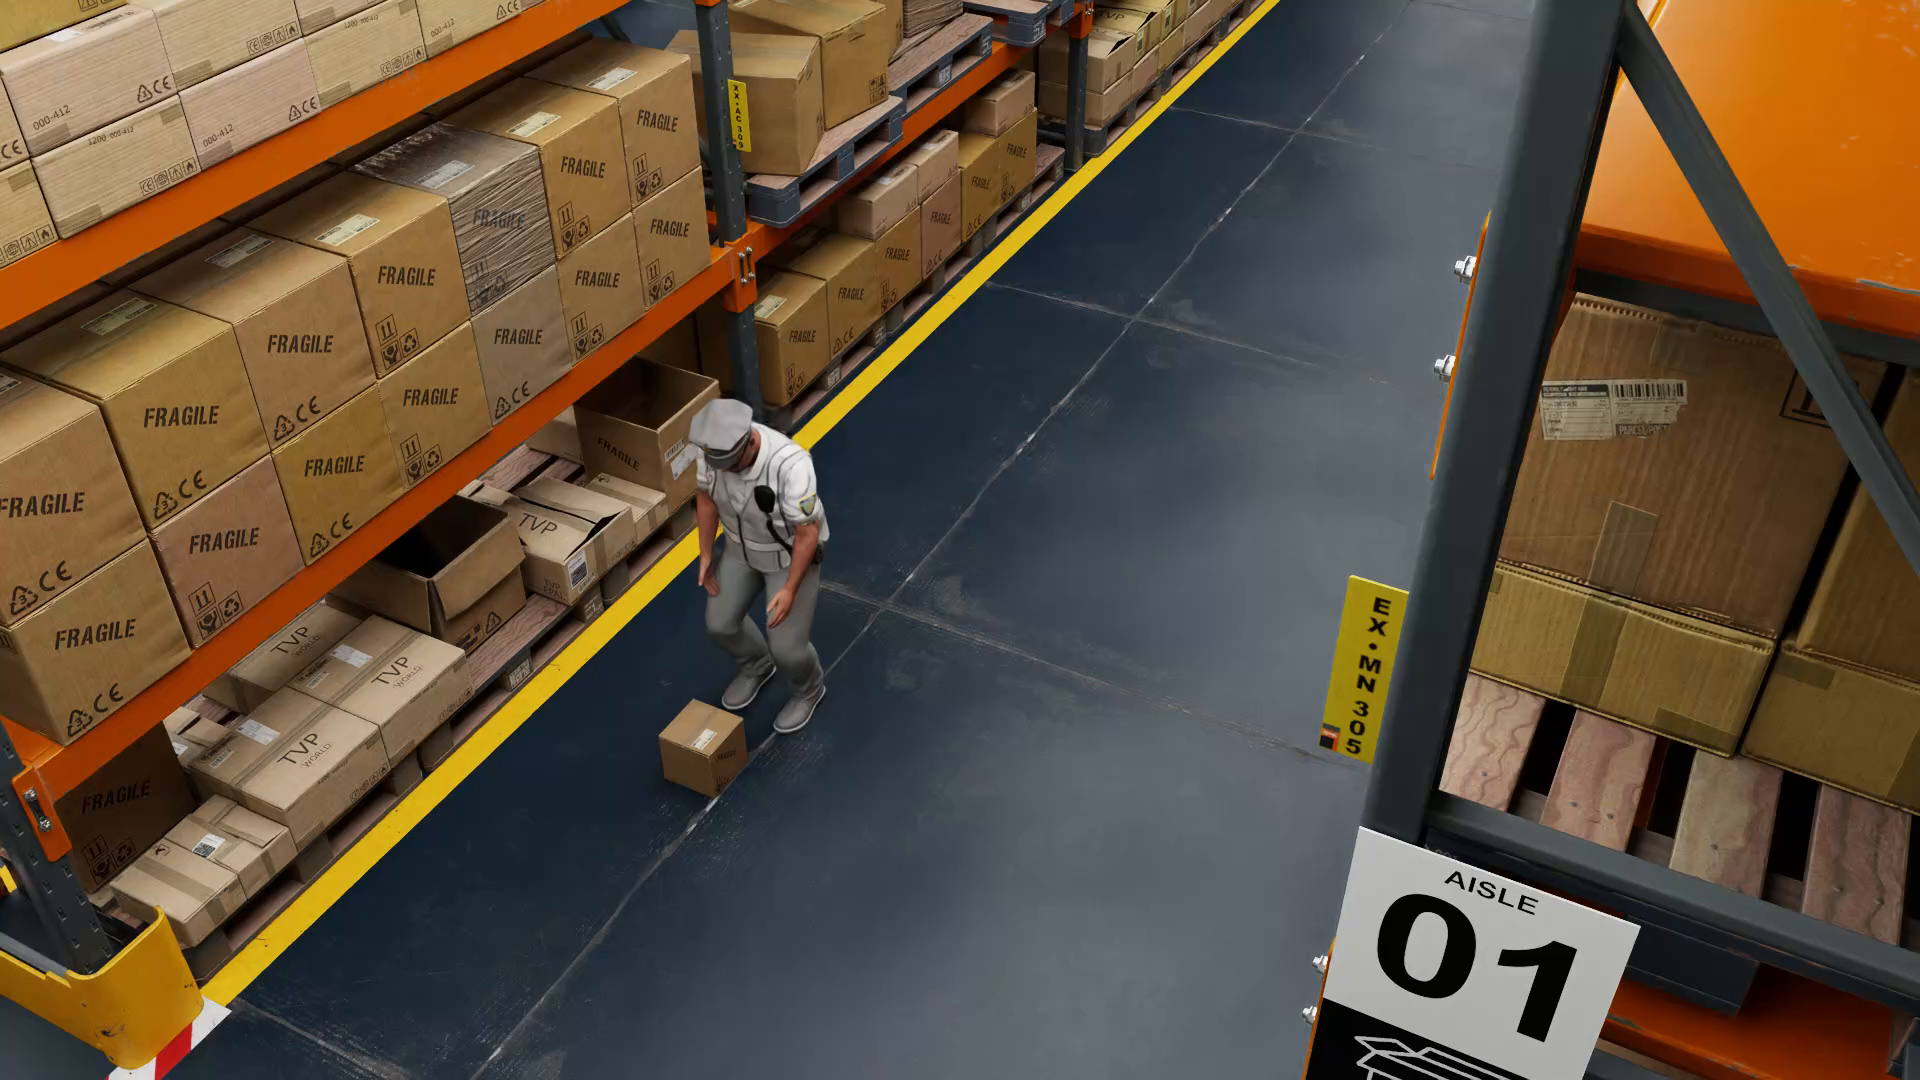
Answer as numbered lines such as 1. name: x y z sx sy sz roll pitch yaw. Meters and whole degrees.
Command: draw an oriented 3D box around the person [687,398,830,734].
1. person: -0.791 0.079 6.750 0.575 1.633 0.609 21 42 25
